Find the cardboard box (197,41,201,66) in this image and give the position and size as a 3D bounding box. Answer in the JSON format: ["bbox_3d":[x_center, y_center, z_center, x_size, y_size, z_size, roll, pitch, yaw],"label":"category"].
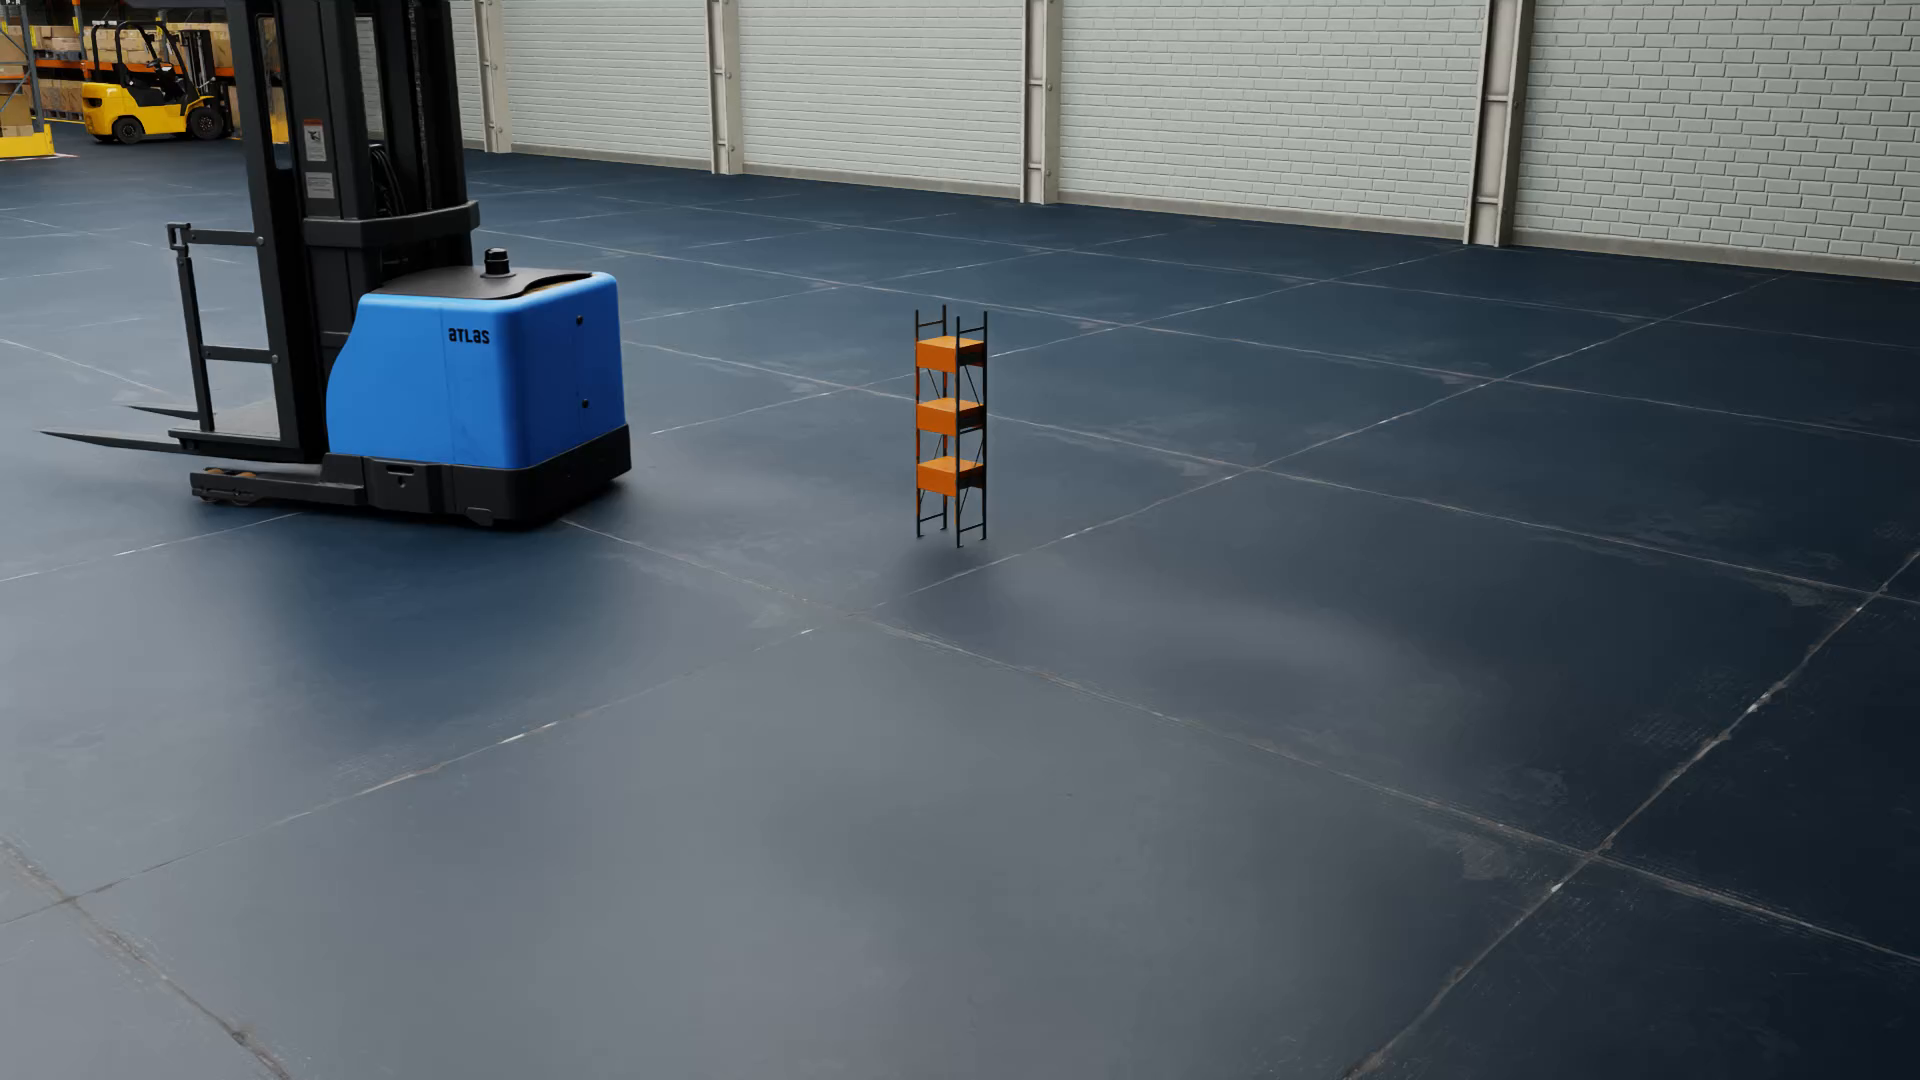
[{"bbox_3d":[-14.583,-9.494,32.403,0.500,0.500,0.500,15,23,39],"label":"cardboard box"}]

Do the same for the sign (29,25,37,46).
[{"bbox_3d":[-15.462,-8.405,27.707,0.005,0.325,0.100,15,23,39],"label":"sign"}]

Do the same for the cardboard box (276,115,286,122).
[{"bbox_3d":[-13.091,-7.906,31.416,0.500,0.250,0.500,15,23,40],"label":"cardboard box"}]

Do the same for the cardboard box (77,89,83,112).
[{"bbox_3d":[-18.973,-9.645,36.482,0.500,0.500,0.500,16,24,41],"label":"cardboard box"}]

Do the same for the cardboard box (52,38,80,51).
[{"bbox_3d":[-19.518,-10.867,36.449,0.500,0.250,0.500,14,22,37],"label":"cardboard box"}]

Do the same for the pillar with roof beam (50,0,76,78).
[{"bbox_3d":[-24.286,-13.632,35.690,0.400,9.000,9.100,15,23,39],"label":"pillar with roof beam"}]

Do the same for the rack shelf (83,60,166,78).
[{"bbox_3d":[-17.018,-9.855,34.896,4.000,0.370,1.077,15,23,39],"label":"rack shelf"}]

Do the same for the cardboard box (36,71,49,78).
[{"bbox_3d":[-21.188,-10.689,38.208,0.250,0.149,0.380,14,22,37],"label":"cardboard box"}]

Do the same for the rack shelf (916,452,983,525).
[{"bbox_3d":[-0.040,-0.236,7.574,0.240,0.259,0.215,15,23,39],"label":"rack shelf"}]

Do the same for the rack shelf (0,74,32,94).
[{"bbox_3d":[-17.318,-7.929,28.825,4.000,0.370,1.077,15,23,39],"label":"rack shelf"}]

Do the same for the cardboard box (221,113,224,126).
[{"bbox_3d":[-14.229,-8.210,32.373,0.500,0.250,0.500,16,24,41],"label":"cardboard box"}]

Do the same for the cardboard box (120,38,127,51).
[{"bbox_3d":[-17.192,-10.316,34.578,0.500,0.250,0.500,15,23,40],"label":"cardboard box"}]

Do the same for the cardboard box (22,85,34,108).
[{"bbox_3d":[-21.293,-10.264,38.432,0.500,0.500,0.500,16,24,42],"label":"cardboard box"}]

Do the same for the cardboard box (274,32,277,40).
[{"bbox_3d":[-12.839,-9.512,31.389,0.250,0.149,0.380,15,23,39],"label":"cardboard box"}]

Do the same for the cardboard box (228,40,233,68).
[{"bbox_3d":[-13.455,-9.187,31.436,0.500,0.500,0.500,16,24,41],"label":"cardboard box"}]

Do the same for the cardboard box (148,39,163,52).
[{"bbox_3d":[-16.059,-10.004,33.598,0.500,0.250,0.500,14,23,38],"label":"cardboard box"}]

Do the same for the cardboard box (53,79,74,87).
[{"bbox_3d":[-20.174,-10.293,37.452,0.250,0.149,0.380,15,23,39],"label":"cardboard box"}]

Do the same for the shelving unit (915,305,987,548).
[{"bbox_3d":[-0.040,-0.511,7.487,0.252,1.050,0.215,15,23,39],"label":"shelving unit"}]

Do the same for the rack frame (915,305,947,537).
[{"bbox_3d":[-0.131,-0.536,7.564,0.008,1.050,0.200,15,23,39],"label":"rack frame"}]

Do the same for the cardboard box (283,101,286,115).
[{"bbox_3d":[-12.744,-8.263,31.714,0.500,0.250,0.500,16,23,40],"label":"cardboard box"}]

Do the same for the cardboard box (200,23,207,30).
[{"bbox_3d":[-14.464,-9.924,32.192,0.250,0.149,0.380,15,23,39],"label":"cardboard box"}]

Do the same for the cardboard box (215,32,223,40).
[{"bbox_3d":[-13.951,-9.609,31.692,0.250,0.149,0.380,15,23,40],"label":"cardboard box"}]

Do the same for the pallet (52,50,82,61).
[{"bbox_3d":[-19.067,-10.629,36.461,1.003,0.211,1.213,15,23,39],"label":"pallet"}]

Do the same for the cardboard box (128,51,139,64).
[{"bbox_3d":[-16.803,-9.974,34.327,0.500,0.250,0.500,15,23,40],"label":"cardboard box"}]

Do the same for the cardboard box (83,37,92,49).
[{"bbox_3d":[-18.361,-10.617,35.527,0.500,0.250,0.500,15,23,39],"label":"cardboard box"}]

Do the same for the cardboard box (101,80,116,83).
[{"bbox_3d":[-18.878,-10.152,37.009,0.250,0.149,0.380,16,24,41],"label":"cardboard box"}]

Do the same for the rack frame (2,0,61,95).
[{"bbox_3d":[-21.506,-11.403,38.584,0.127,3.000,1.000,15,23,39],"label":"rack frame"}]

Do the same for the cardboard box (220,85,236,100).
[{"bbox_3d":[-13.852,-8.582,31.893,0.500,0.250,0.500,15,23,40],"label":"cardboard box"}]

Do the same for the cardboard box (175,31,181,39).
[{"bbox_3d":[-15.264,-9.978,32.857,0.250,0.149,0.380,16,23,41],"label":"cardboard box"}]

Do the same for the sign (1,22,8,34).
[{"bbox_3d":[-21.860,-11.691,38.061,0.005,0.325,0.100,15,23,39],"label":"sign"}]

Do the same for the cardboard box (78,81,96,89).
[{"bbox_3d":[-19.051,-9.960,36.401,0.250,0.149,0.380,14,22,37],"label":"cardboard box"}]

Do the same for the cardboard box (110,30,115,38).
[{"bbox_3d":[-17.499,-10.569,34.719,0.250,0.149,0.380,16,23,40],"label":"cardboard box"}]

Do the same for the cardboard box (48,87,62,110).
[{"bbox_3d":[-20.134,-9.952,37.450,0.500,0.500,0.500,14,22,37],"label":"cardboard box"}]

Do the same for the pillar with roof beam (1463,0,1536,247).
[{"bbox_3d":[2.640,-6.404,12.914,0.400,9.000,9.100,15,23,39],"label":"pillar with roof beam"}]

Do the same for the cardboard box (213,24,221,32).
[{"bbox_3d":[-13.959,-9.750,31.646,0.250,0.149,0.380,16,23,40],"label":"cardboard box"}]

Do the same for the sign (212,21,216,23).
[{"bbox_3d":[-15.155,-10.373,33.776,0.005,0.325,0.100,15,23,39],"label":"sign"}]

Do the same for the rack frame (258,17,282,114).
[{"bbox_3d":[-12.530,-8.994,30.992,0.127,3.000,1.000,15,23,39],"label":"rack frame"}]

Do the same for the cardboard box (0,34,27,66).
[{"bbox_3d":[-15.992,-8.217,27.888,0.500,0.500,0.500,15,23,38],"label":"cardboard box"}]

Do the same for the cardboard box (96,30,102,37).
[{"bbox_3d":[-18.061,-10.727,35.216,0.250,0.149,0.380,16,24,41],"label":"cardboard box"}]

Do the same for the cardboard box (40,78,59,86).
[{"bbox_3d":[-20.742,-10.450,37.945,0.250,0.149,0.380,15,23,38],"label":"cardboard box"}]

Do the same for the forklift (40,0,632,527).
[{"bbox_3d":[-3.259,-1.705,8.138,3.031,2.935,1.130,6,18,17],"label":"forklift"}]

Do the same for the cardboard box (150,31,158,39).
[{"bbox_3d":[-16.130,-10.220,33.617,0.250,0.149,0.380,15,23,38],"label":"cardboard box"}]

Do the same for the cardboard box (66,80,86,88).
[{"bbox_3d":[-19.611,-10.134,36.949,0.250,0.149,0.380,16,24,41],"label":"cardboard box"}]

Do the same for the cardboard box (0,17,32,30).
[{"bbox_3d":[-22.443,-12.190,39.580,0.500,0.500,0.500,14,23,38],"label":"cardboard box"}]

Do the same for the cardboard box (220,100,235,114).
[{"bbox_3d":[-13.870,-8.351,31.990,0.500,0.250,0.500,14,23,38],"label":"cardboard box"}]

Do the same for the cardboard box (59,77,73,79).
[{"bbox_3d":[-20.651,-10.614,38.462,0.250,0.149,0.380,15,23,40],"label":"cardboard box"}]

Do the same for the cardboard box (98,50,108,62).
[{"bbox_3d":[-17.971,-10.282,35.299,0.500,0.250,0.500,14,23,38],"label":"cardboard box"}]

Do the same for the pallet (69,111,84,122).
[{"bbox_3d":[-19.047,-9.429,36.974,1.213,0.211,1.003,15,23,39],"label":"pallet"}]

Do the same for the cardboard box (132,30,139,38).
[{"bbox_3d":[-16.717,-10.370,34.092,0.250,0.149,0.380,14,23,38],"label":"cardboard box"}]
